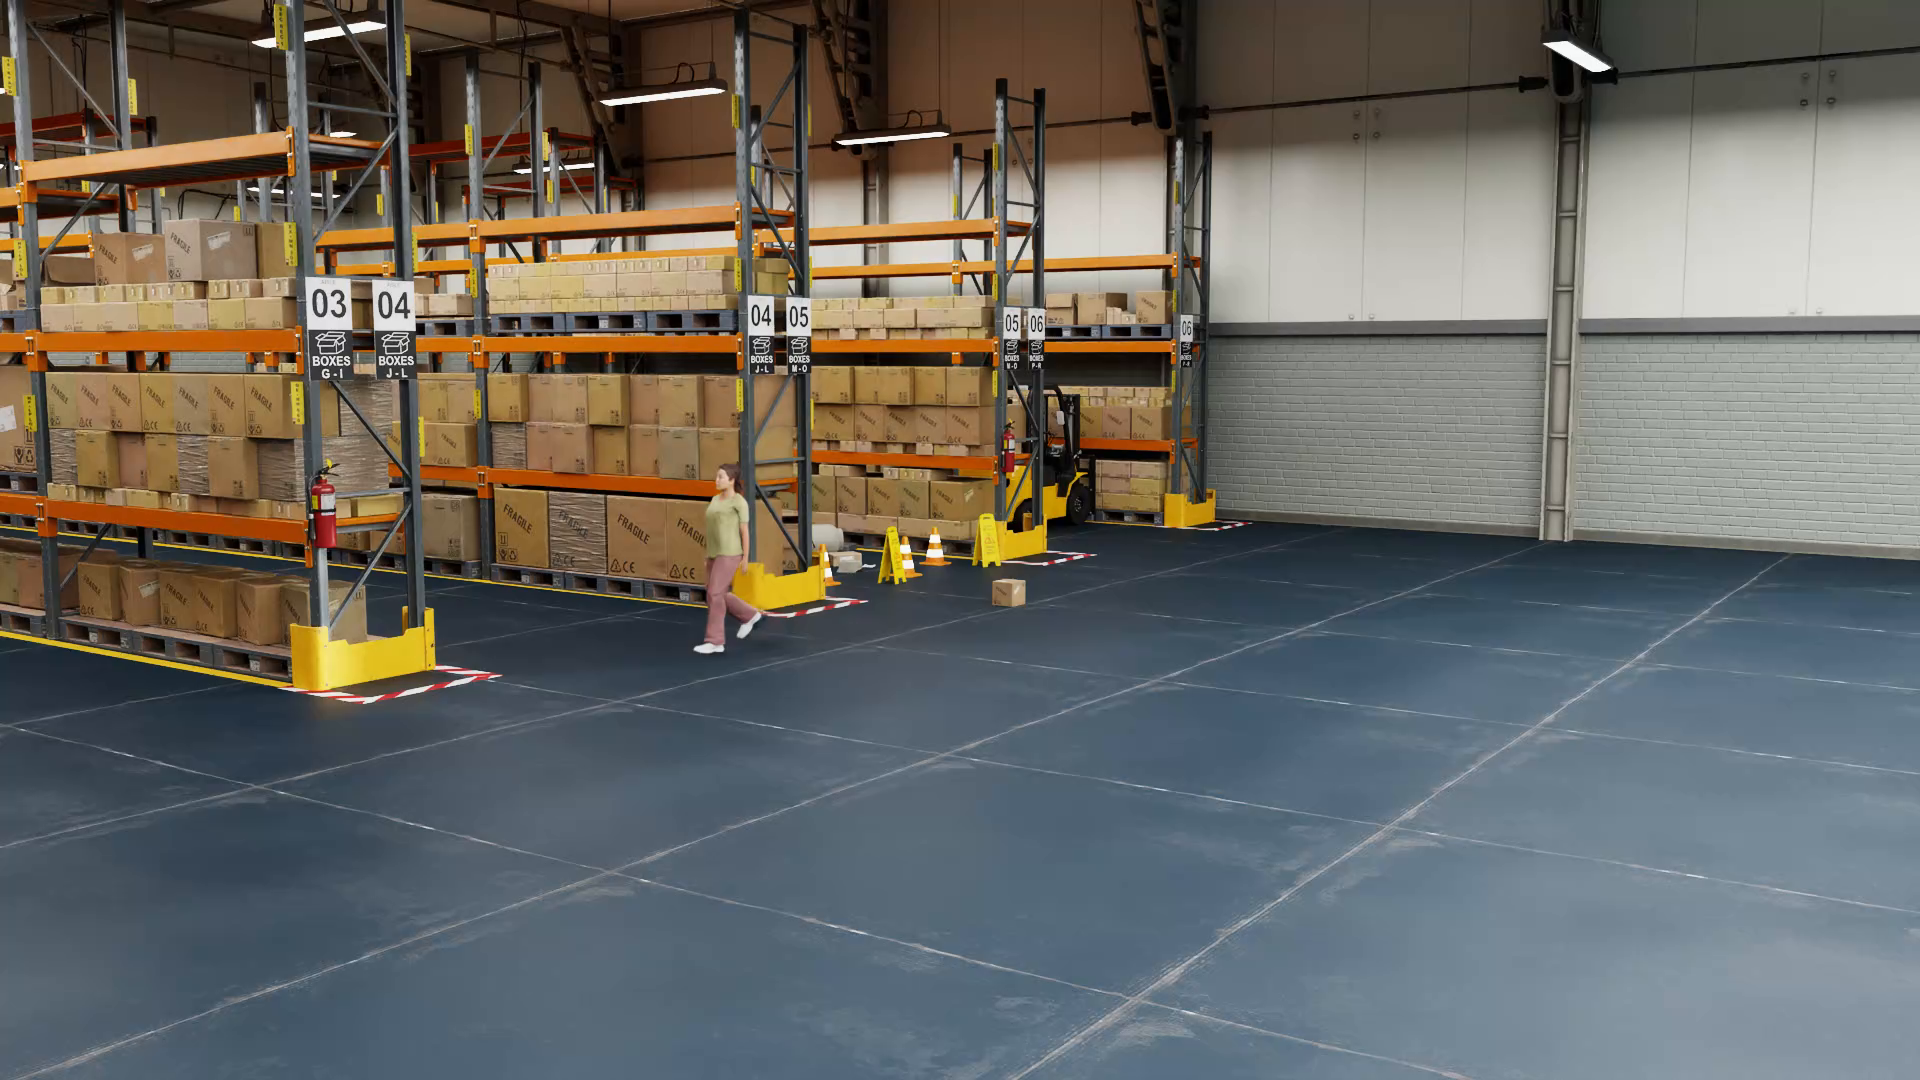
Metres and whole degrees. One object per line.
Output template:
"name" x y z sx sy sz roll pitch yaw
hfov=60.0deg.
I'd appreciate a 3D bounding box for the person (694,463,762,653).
"person" -2.049 0.142 14.647 0.830 1.642 0.447 -6 9 -44
